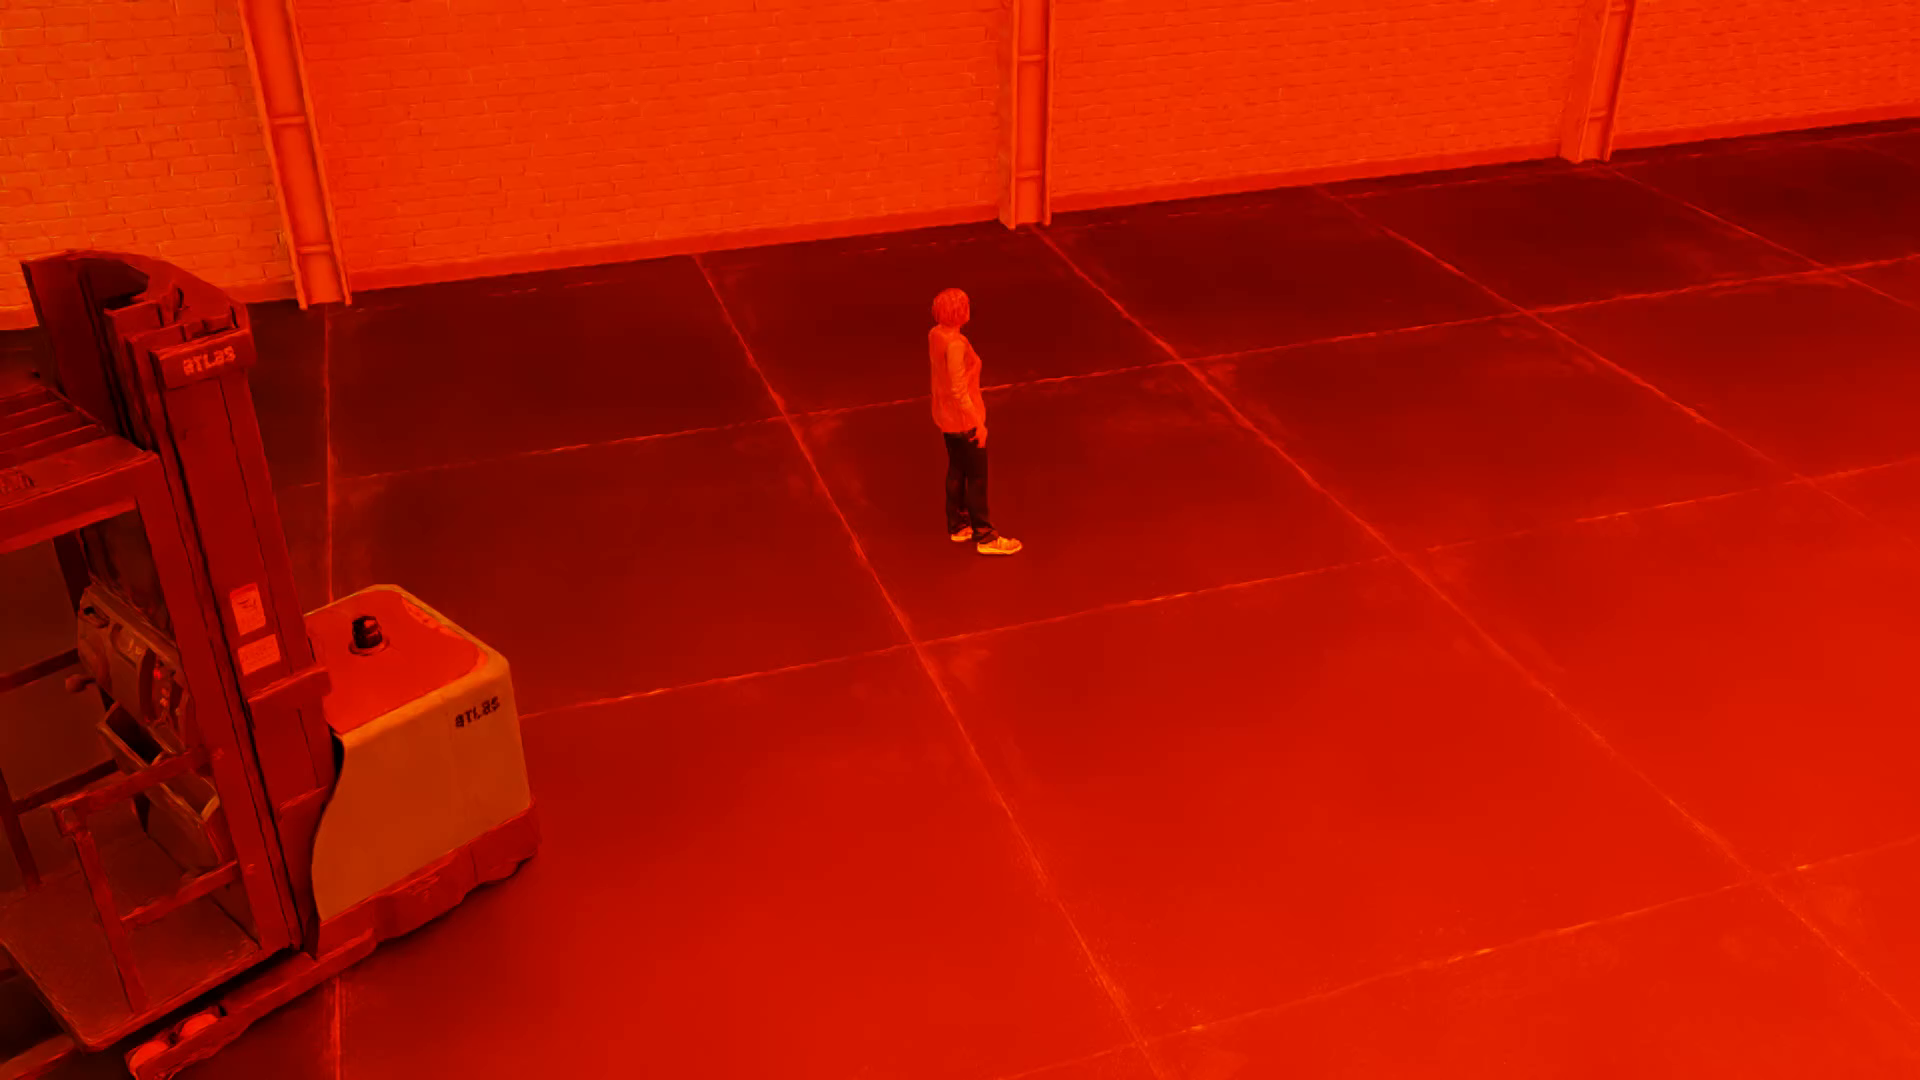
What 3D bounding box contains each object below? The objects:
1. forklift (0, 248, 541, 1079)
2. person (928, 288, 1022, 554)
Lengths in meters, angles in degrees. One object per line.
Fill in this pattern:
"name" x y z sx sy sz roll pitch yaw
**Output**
"forklift" -3.262 0.537 6.154 1.130 2.935 3.031 25 38 36
"person" 0.075 -0.703 9.633 0.474 1.597 0.520 -10 31 -16
